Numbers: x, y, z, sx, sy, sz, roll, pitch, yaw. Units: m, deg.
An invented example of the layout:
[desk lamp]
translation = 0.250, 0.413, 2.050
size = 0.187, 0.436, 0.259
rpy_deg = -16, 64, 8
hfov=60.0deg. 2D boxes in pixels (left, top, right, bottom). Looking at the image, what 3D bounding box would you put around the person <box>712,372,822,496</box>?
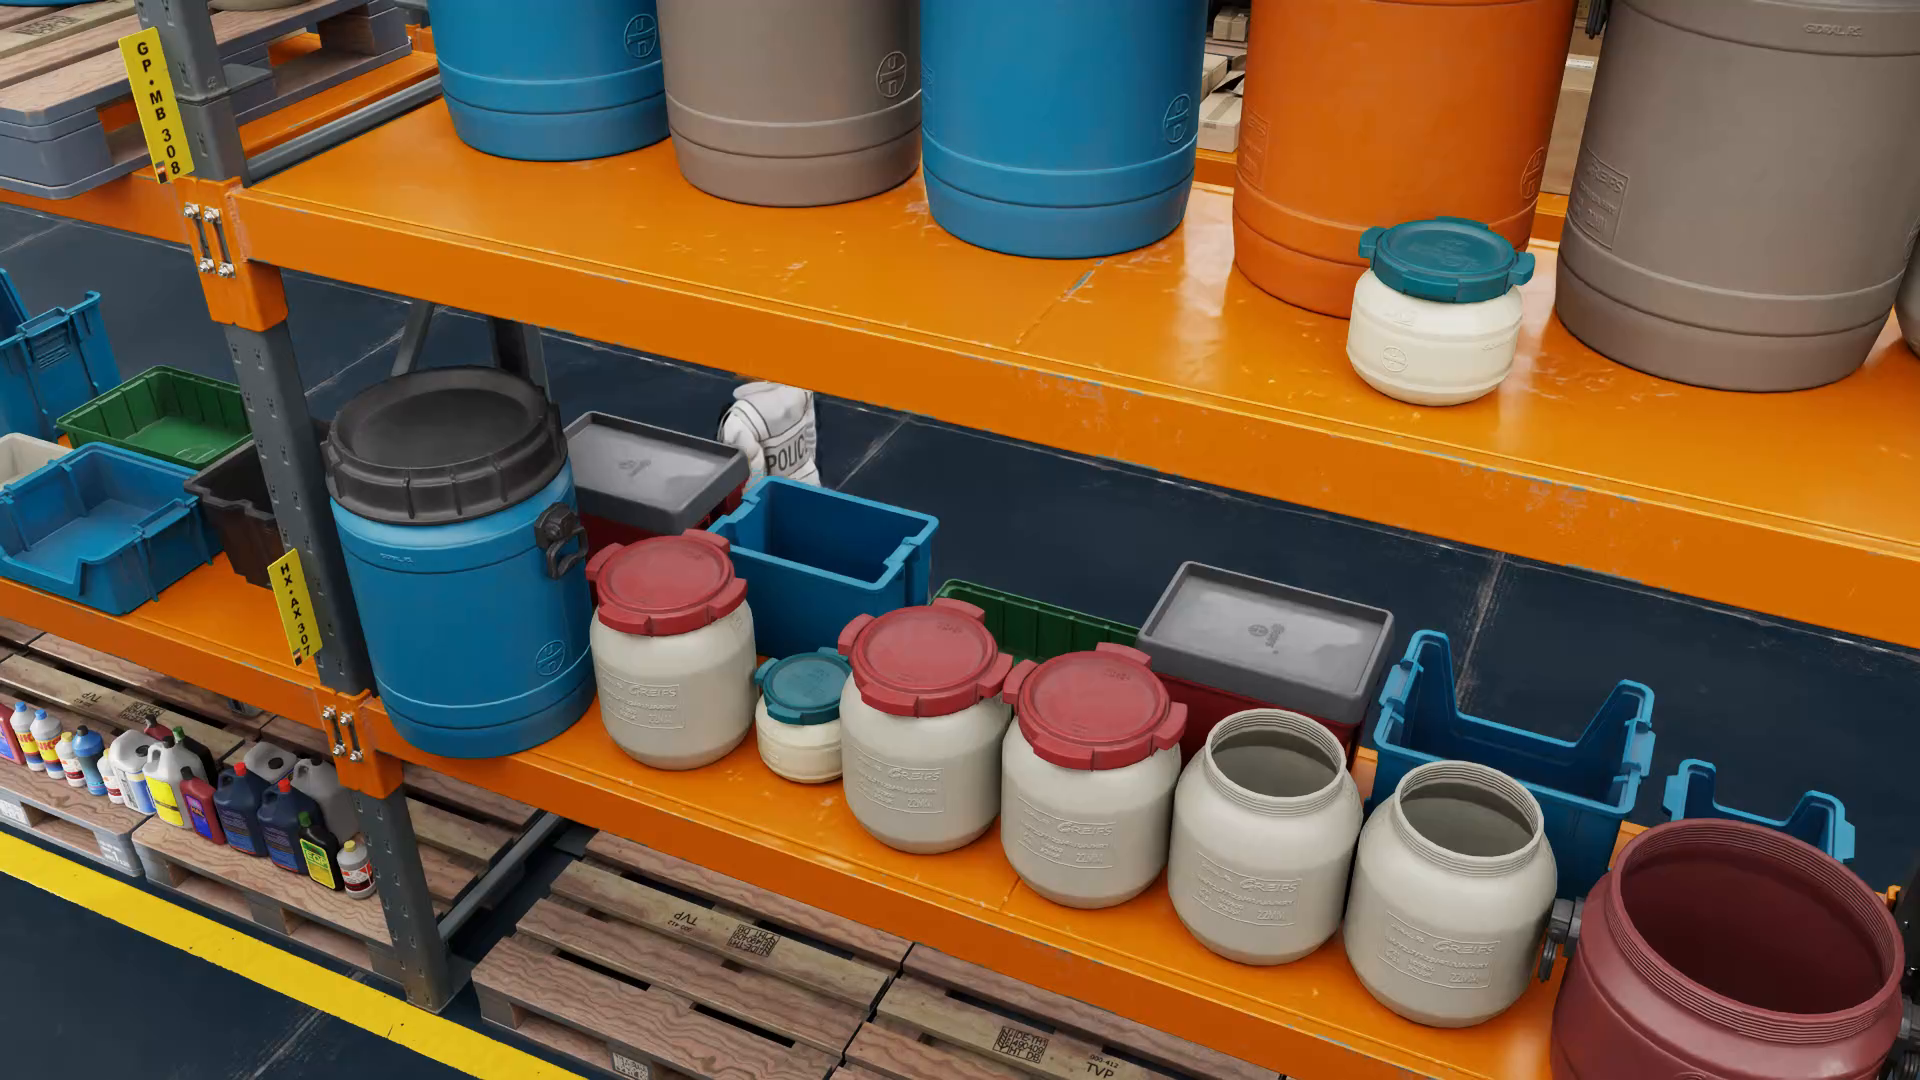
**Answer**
[person]
translation = -0.647, -0.076, 6.210
size = 0.696, 1.644, 0.489
rpy_deg = 23, 40, 30
